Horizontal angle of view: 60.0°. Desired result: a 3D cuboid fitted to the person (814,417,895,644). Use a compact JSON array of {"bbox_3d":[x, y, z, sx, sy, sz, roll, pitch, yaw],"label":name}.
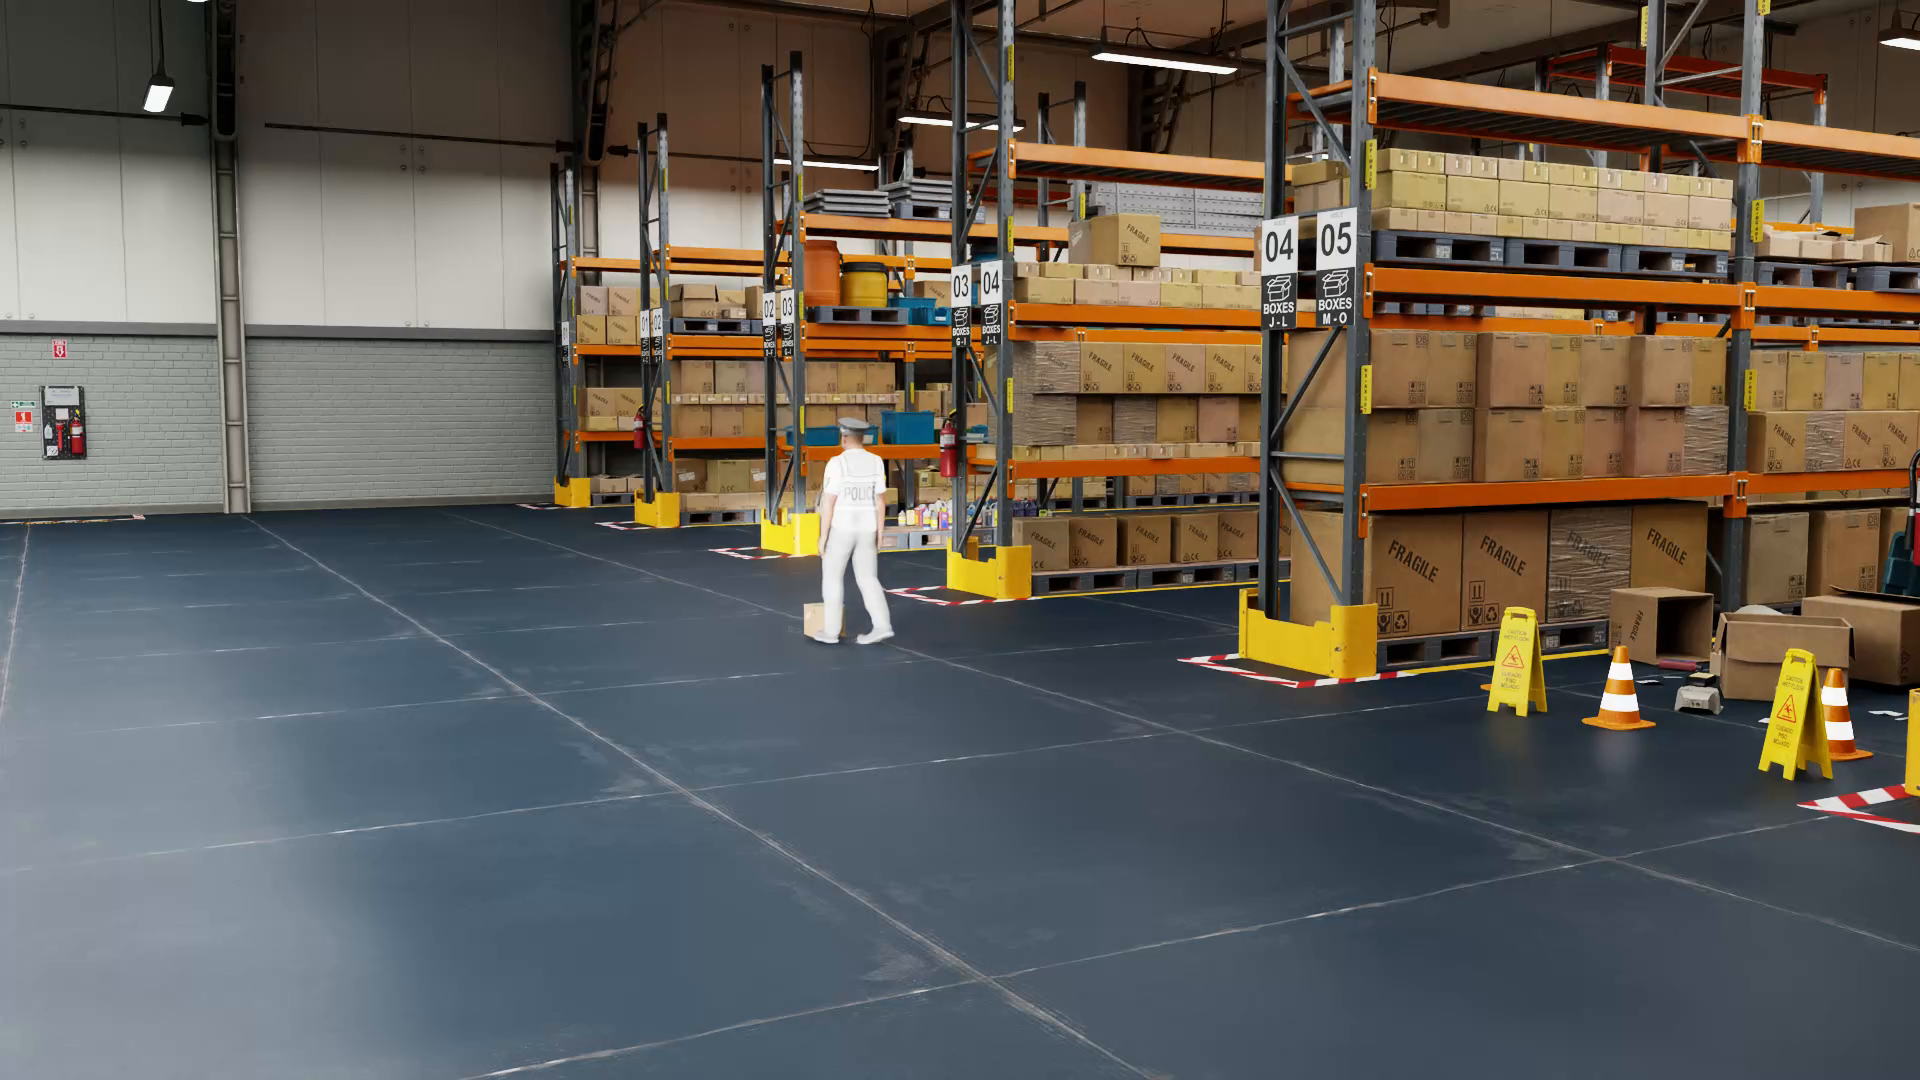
[{"bbox_3d":[-0.877,-0.068,12.953,0.556,1.781,0.562,-3,6,-34],"label":"person"}]
